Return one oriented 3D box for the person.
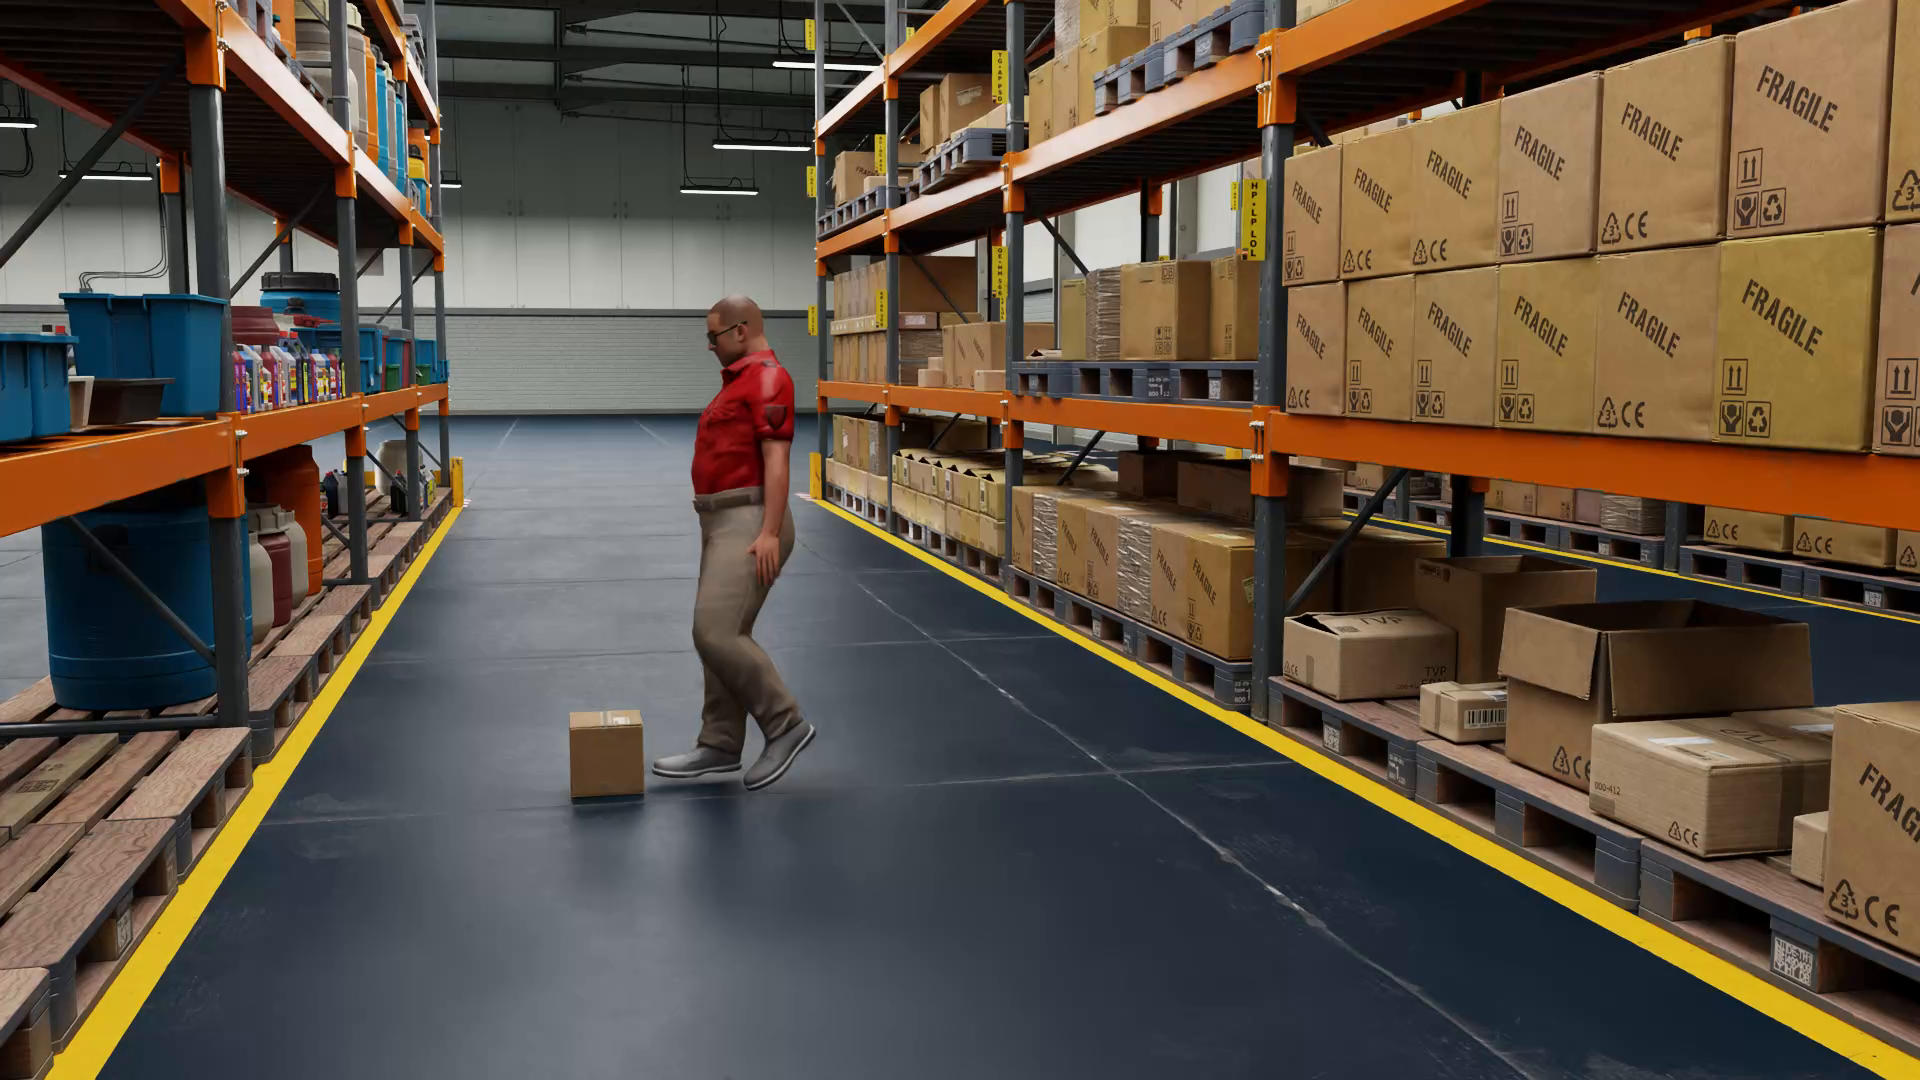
[{"bbox_3d":[-0.831,-0.006,5.921,0.549,1.725,0.571,-2,6,-20],"label":"person"}]
